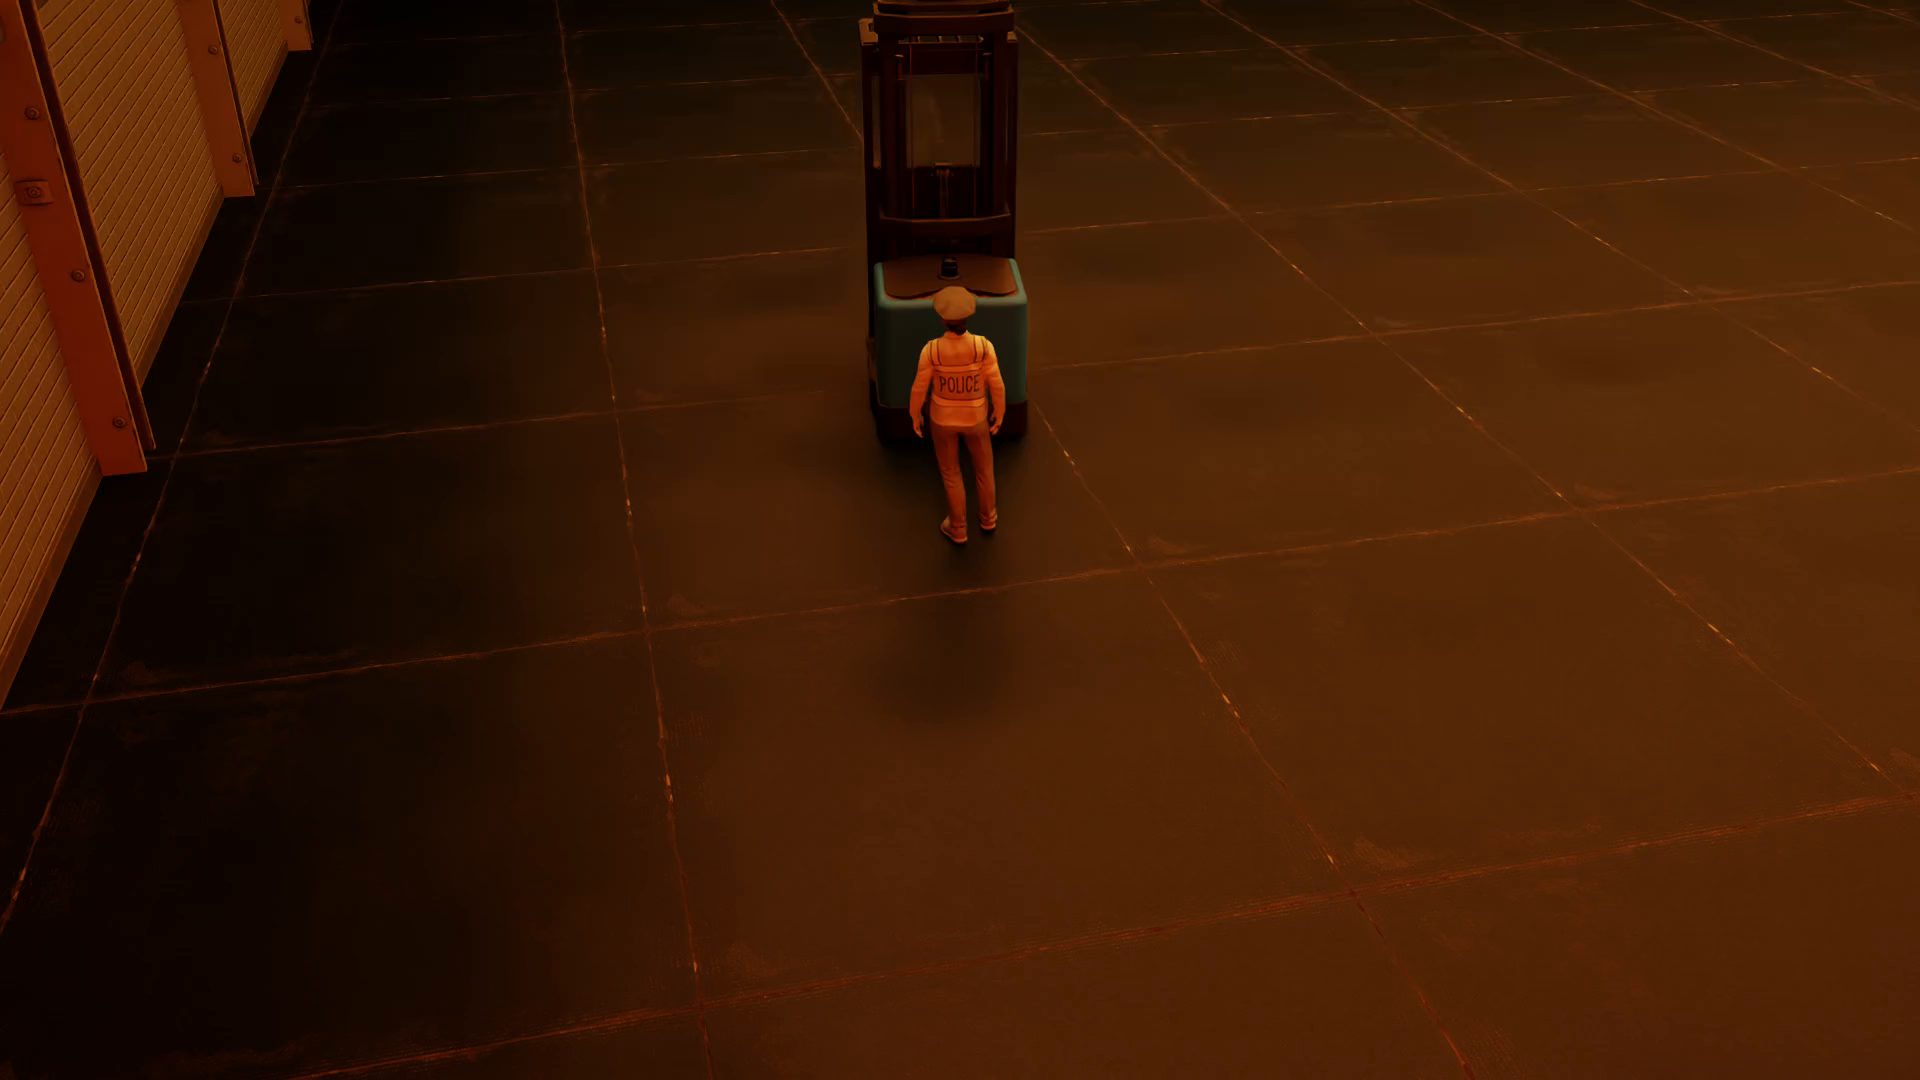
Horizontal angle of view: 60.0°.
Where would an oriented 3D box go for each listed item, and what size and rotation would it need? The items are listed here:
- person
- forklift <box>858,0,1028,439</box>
[{"bbox_3d":[-0.019,-0.778,10.163,0.585,1.693,0.555,-2,30,-3],"label":"person"},{"bbox_3d":[-0.160,-2.681,12.206,1.130,2.935,3.031,-2,30,-4],"label":"forklift"}]
